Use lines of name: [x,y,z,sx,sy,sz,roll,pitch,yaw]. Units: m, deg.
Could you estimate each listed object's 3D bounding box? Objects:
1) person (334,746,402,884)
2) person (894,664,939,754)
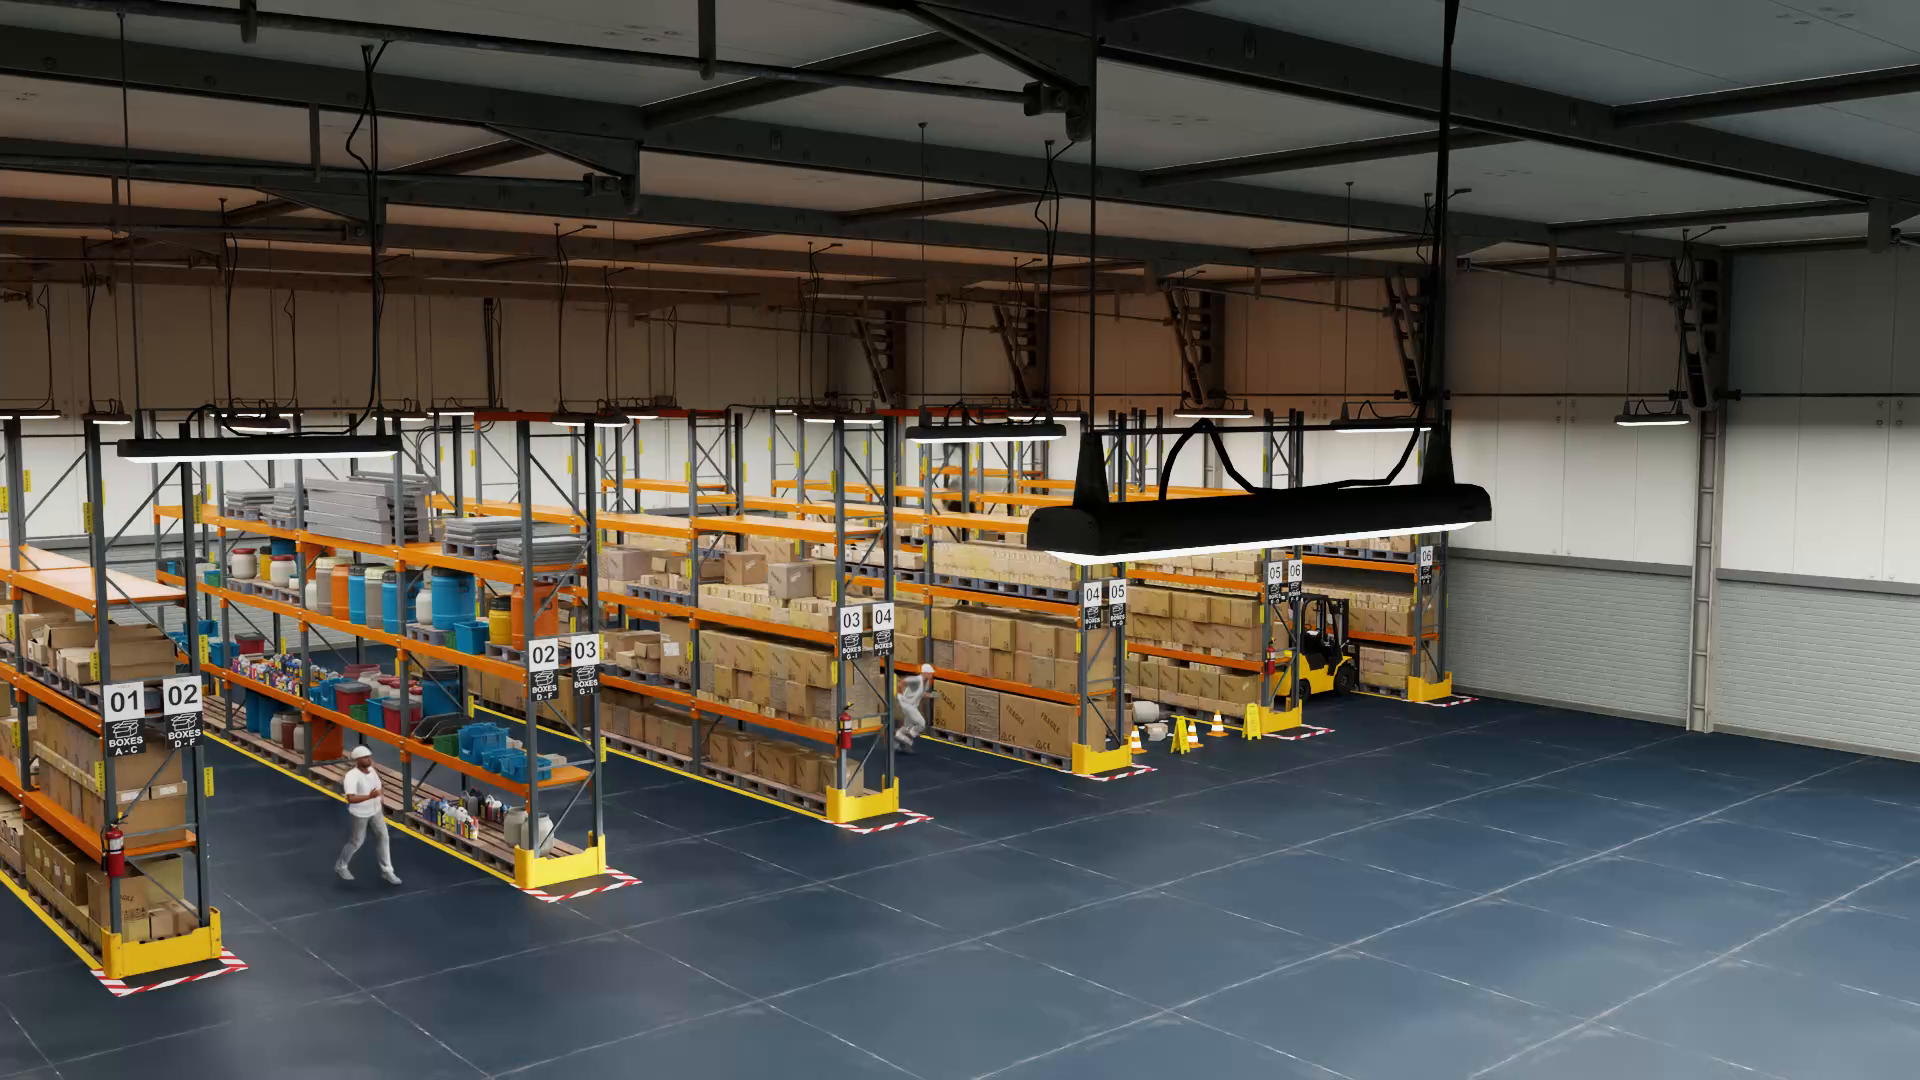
person: [-7.671,3.547,21.444,0.882,1.796,0.695,2,5,21]
person: [-0.843,2.961,29.118,0.954,1.622,0.703,2,6,25]
